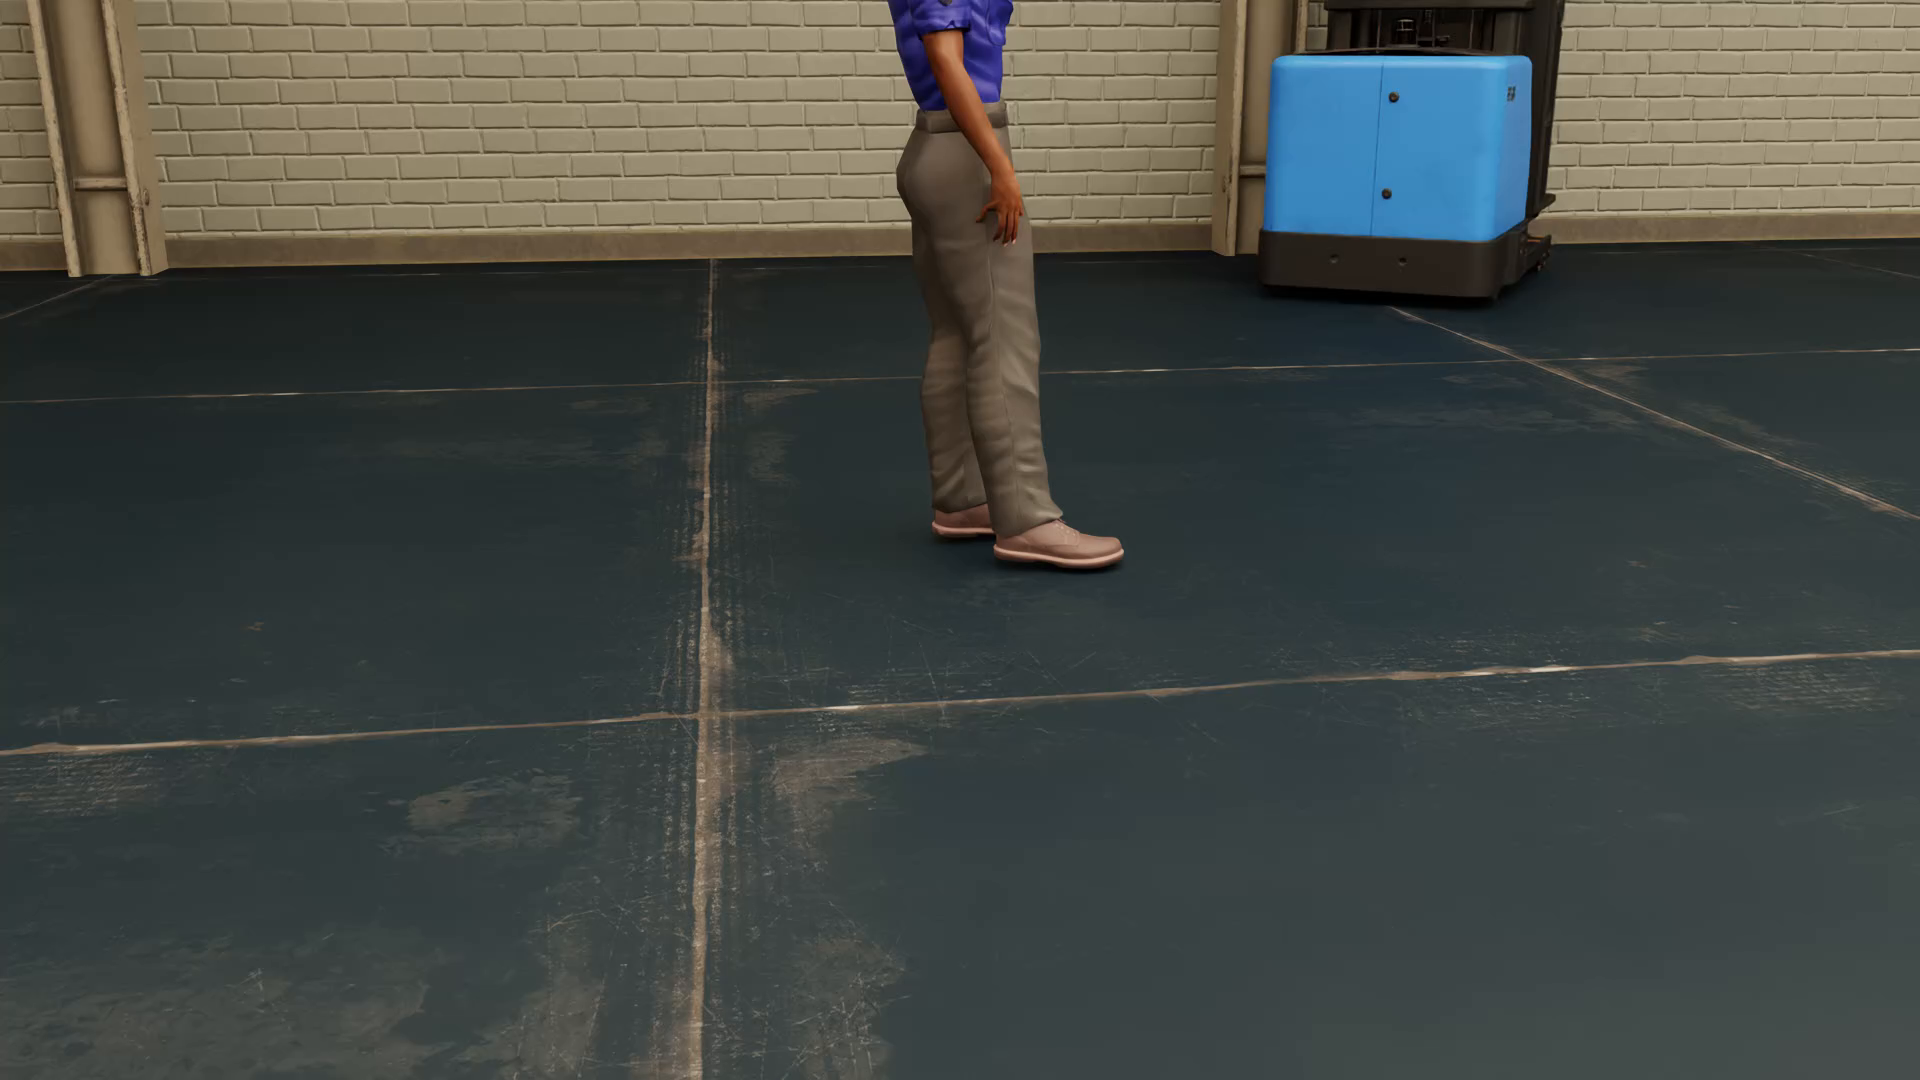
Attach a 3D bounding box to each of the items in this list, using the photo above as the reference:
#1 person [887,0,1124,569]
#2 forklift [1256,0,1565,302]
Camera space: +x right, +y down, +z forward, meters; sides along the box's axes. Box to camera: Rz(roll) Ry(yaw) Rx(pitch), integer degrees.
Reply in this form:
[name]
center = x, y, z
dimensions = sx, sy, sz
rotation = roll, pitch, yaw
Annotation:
[person]
center = 0.090, -0.797, 3.718
dimensions = 0.503, 1.656, 0.569
rotation = -2, 17, -8
[forklift]
center = 2.459, -2.834, 8.290
dimensions = 1.130, 2.935, 3.031
rotation = 8, 18, 24
